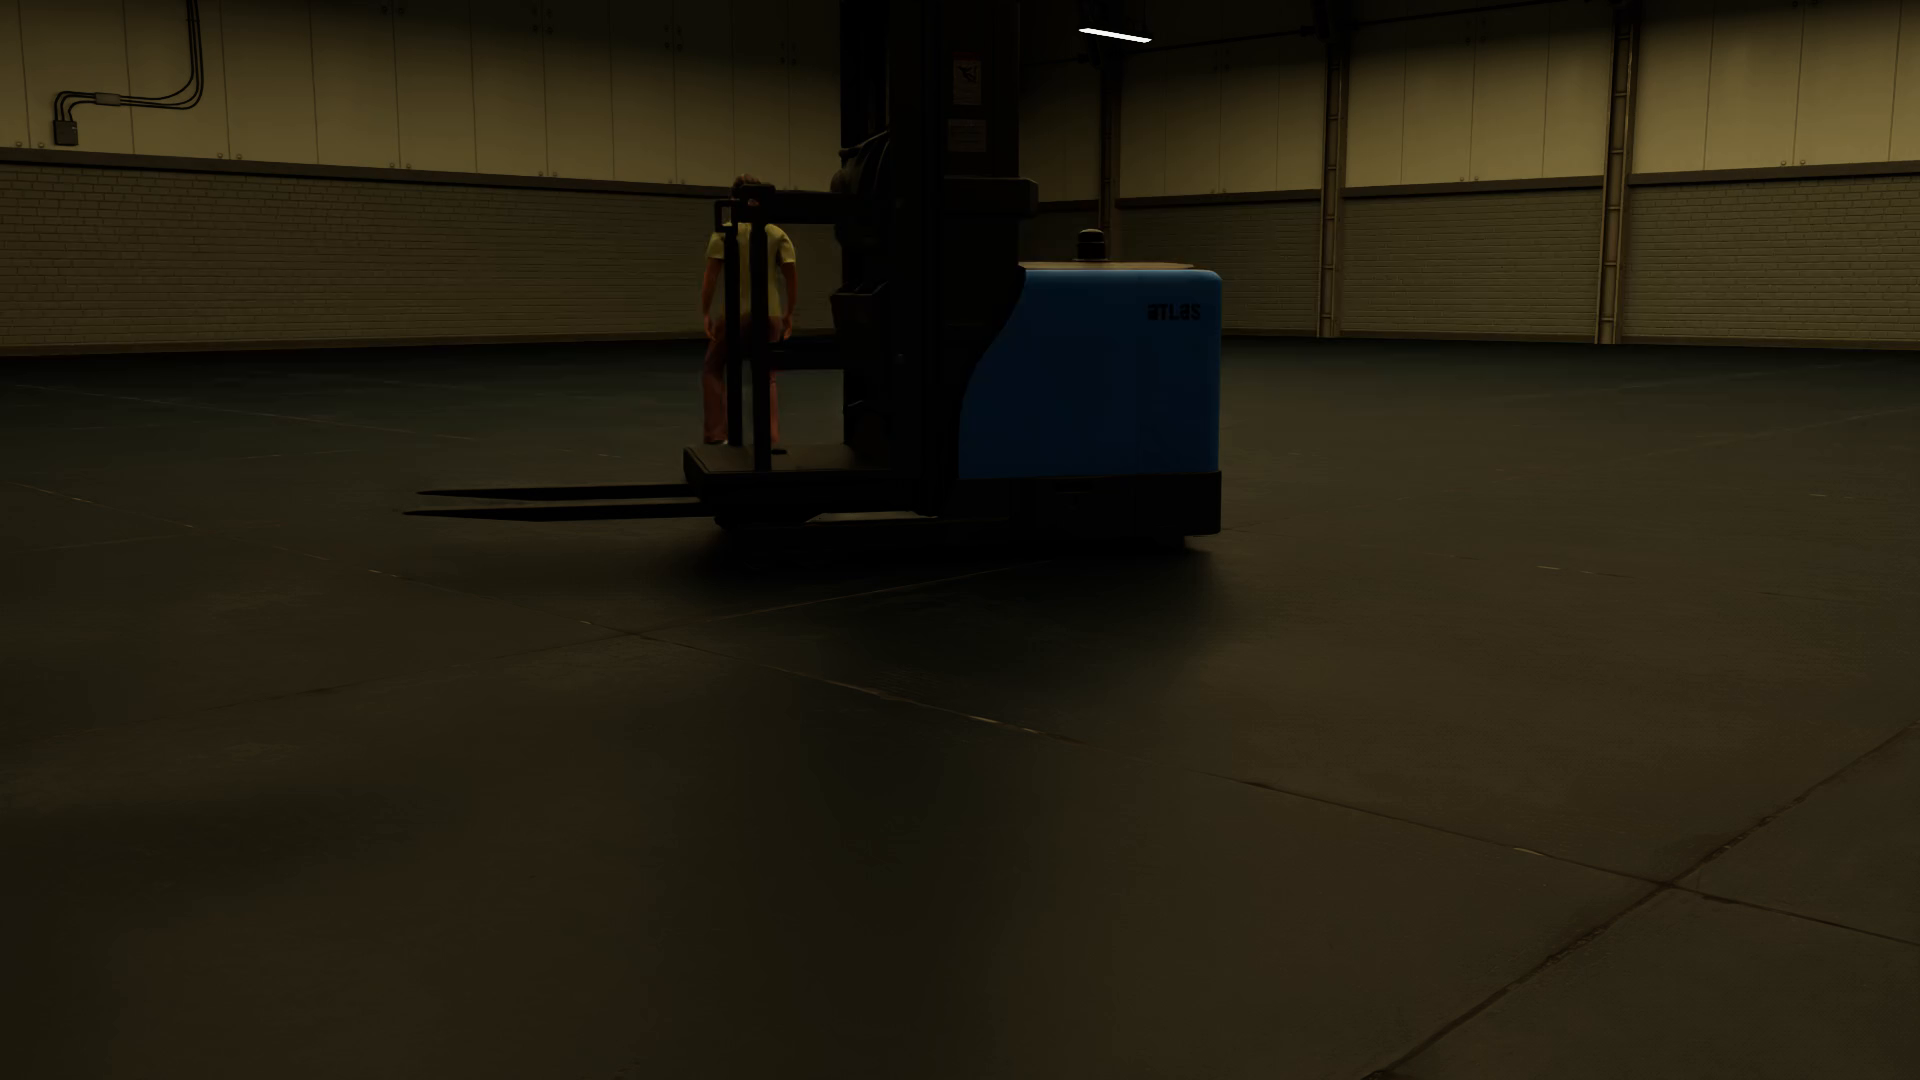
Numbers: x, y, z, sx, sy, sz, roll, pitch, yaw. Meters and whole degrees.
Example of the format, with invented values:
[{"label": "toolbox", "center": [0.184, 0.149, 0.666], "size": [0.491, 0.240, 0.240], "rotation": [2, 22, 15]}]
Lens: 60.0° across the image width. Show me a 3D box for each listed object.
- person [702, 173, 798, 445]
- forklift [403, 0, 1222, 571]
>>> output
[{"label": "person", "center": [-1.218, -1.235, 9.569], "size": [0.564, 1.710, 0.497], "rotation": [-3, 9, -20]}, {"label": "forklift", "center": [-0.564, -1.425, 6.336], "size": [3.031, 2.935, 1.130], "rotation": [-2, 9, -13]}]
